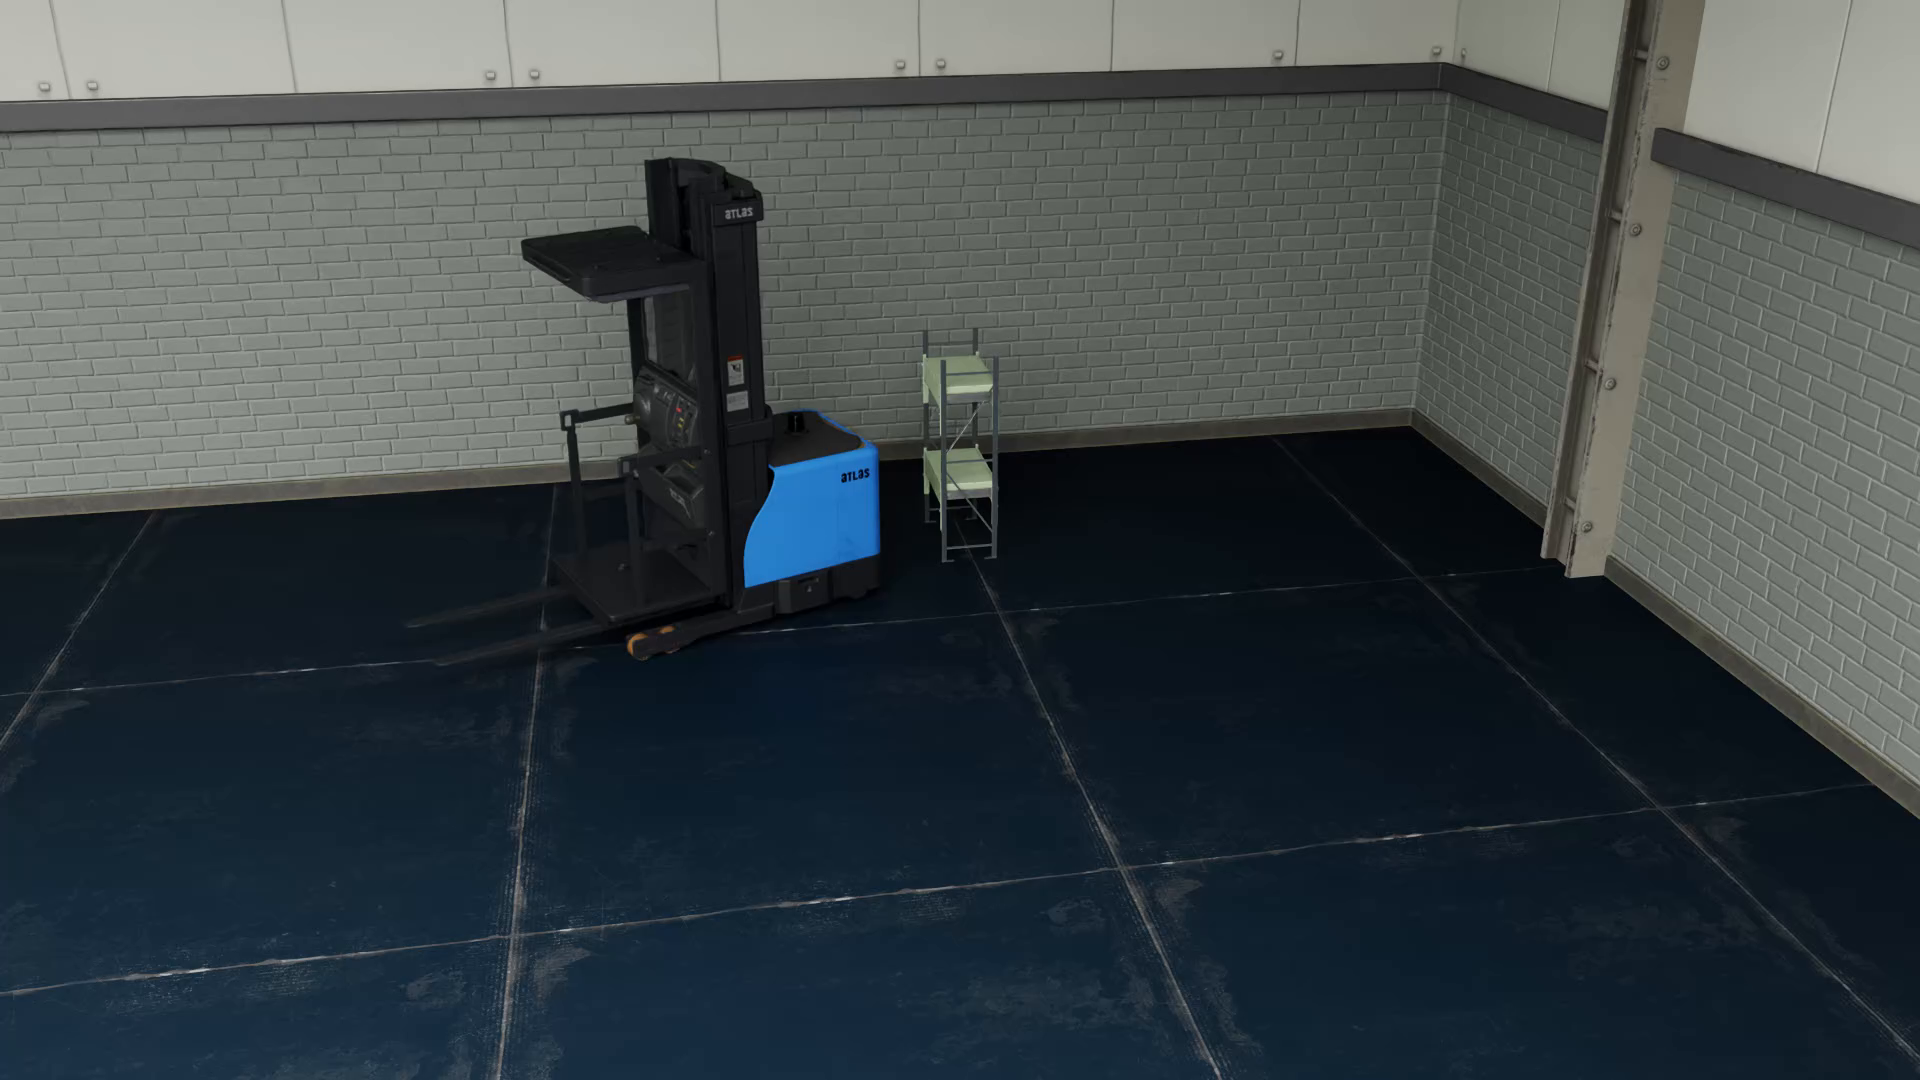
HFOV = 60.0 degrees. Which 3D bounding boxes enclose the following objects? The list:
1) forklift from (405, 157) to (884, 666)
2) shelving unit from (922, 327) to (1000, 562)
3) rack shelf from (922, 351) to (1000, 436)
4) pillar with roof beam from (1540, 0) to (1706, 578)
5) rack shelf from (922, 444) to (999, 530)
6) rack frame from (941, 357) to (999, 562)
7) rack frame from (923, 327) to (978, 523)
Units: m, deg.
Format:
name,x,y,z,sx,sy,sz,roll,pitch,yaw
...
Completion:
name,x,y,z,sx,sy,sz,roll,pitch,yaw
forklift,-2.042,-0.823,10.473,3.031,2.935,1.130,-14,27,-29
shelving unit,-0.001,-0.690,11.956,0.431,1.500,0.755,-4,24,-10
rack shelf,-0.001,-1.048,11.800,0.431,0.370,0.720,-4,24,-10
pillar with roof beam,0.140,-3.628,9.315,9.100,9.000,0.400,-4,24,-10
rack shelf,-0.001,-0.391,12.086,0.431,0.370,0.720,-4,24,-10
rack frame,0.066,-0.546,11.626,0.400,1.500,0.023,-4,24,-10
rack frame,-0.069,-0.834,12.285,0.400,1.500,0.023,-4,24,-10
